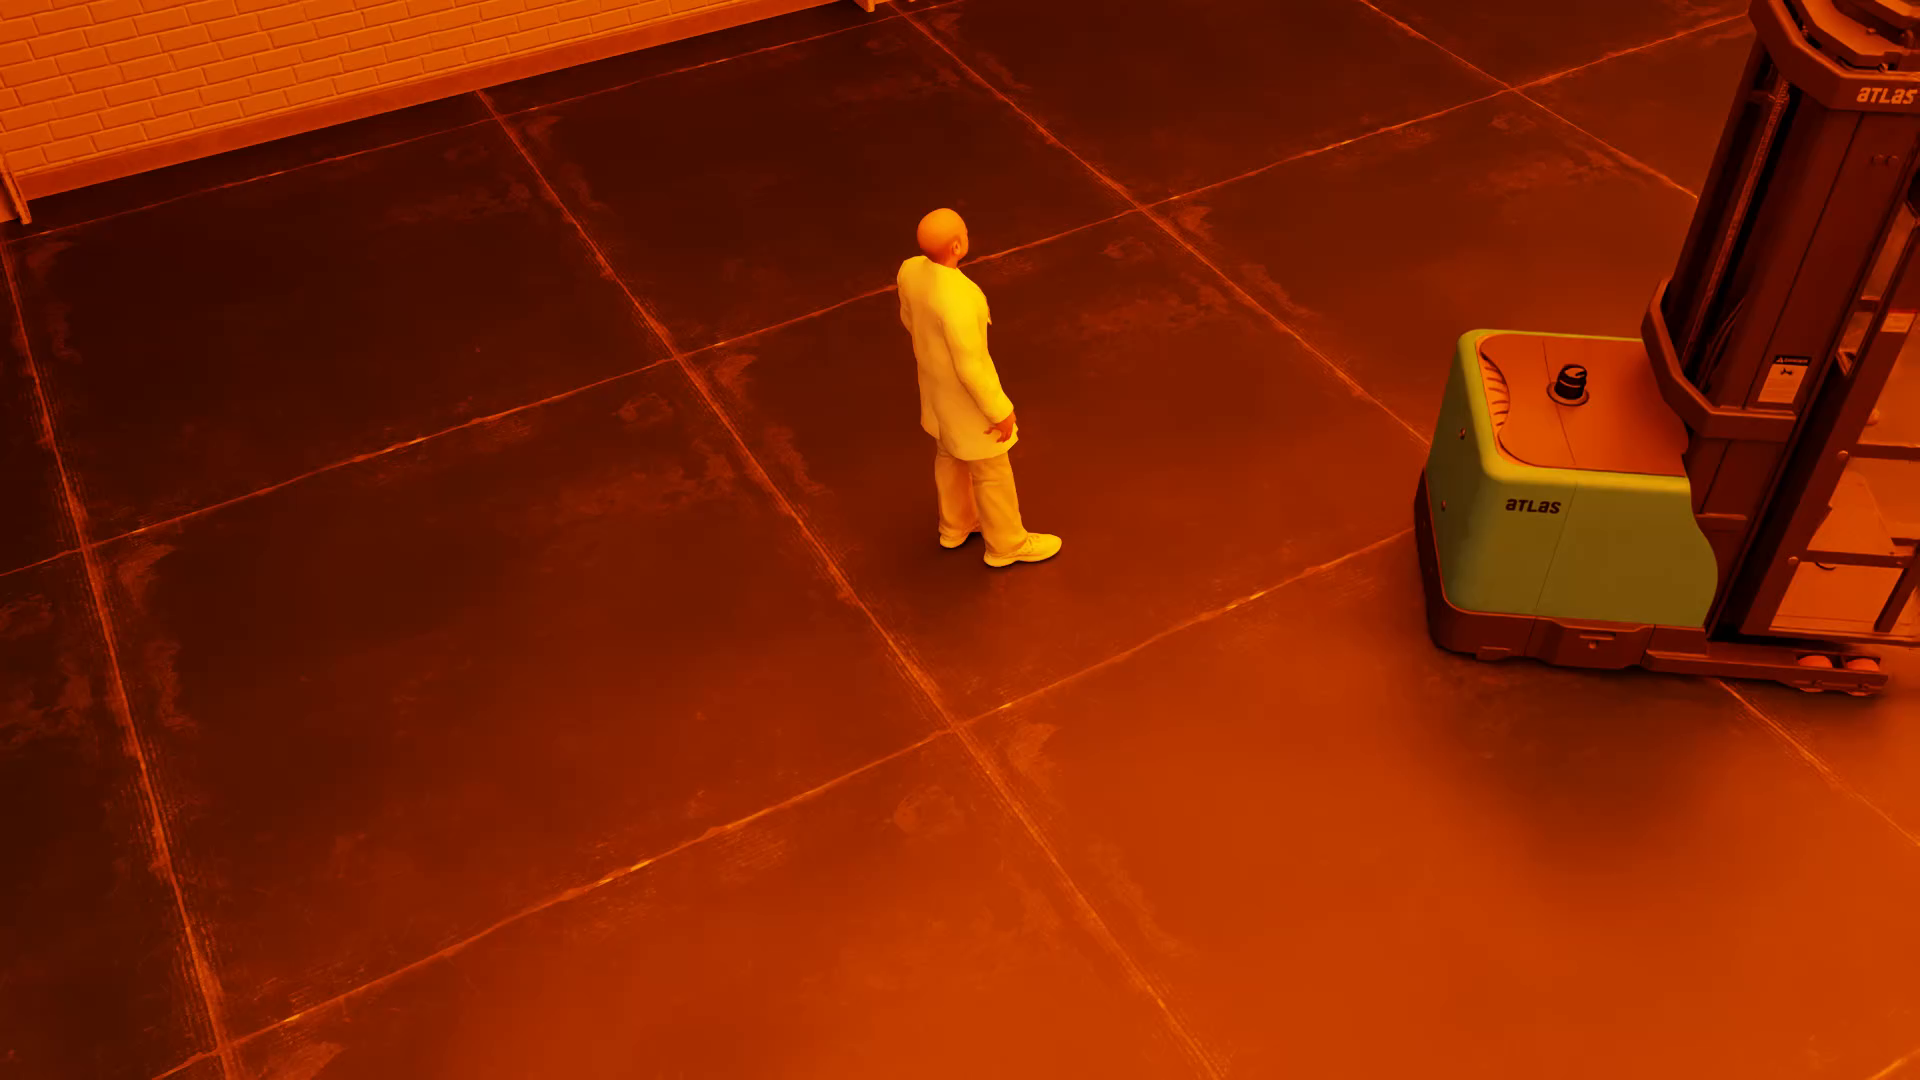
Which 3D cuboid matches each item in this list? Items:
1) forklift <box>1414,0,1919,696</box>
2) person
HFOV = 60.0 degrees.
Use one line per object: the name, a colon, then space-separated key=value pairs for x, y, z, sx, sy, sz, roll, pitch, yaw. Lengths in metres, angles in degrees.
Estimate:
forklift: x=3.624 y=-0.789 z=6.549 sx=3.031 sy=2.935 sz=1.130 roll=4 pitch=43 yaw=4
person: x=0.081 y=-0.684 z=7.274 sx=0.581 sy=1.775 sz=0.696 roll=-21 pitch=47 yaw=-21
